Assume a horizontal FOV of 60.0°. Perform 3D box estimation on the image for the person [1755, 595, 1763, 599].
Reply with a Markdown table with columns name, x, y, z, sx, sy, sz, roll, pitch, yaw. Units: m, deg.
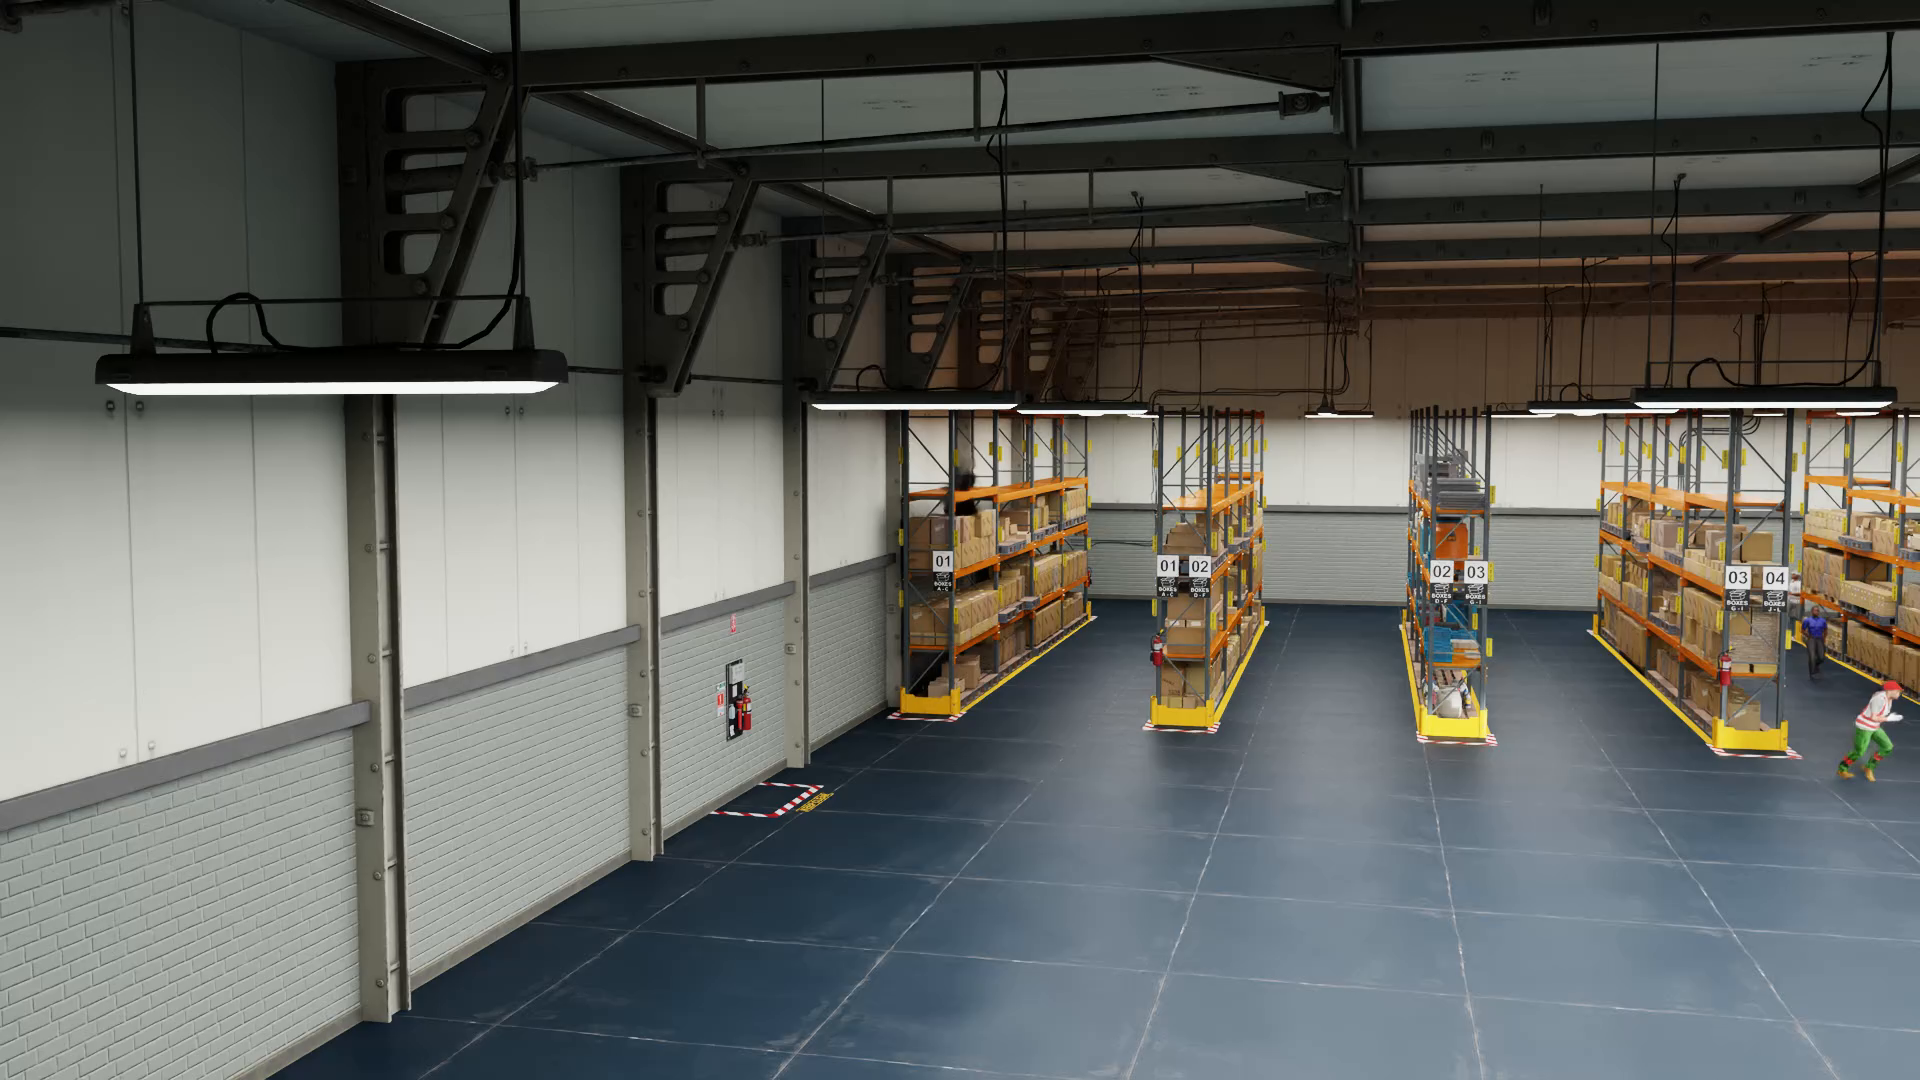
| name | x | y | z | sx | sy | sz | roll | pitch | yaw |
| --- | --- | --- | --- | --- | --- | --- | --- | --- | --- |
| person | 21.624 | 1.701 | 44.605 | 0.701 | 1.719 | 0.805 | 1 | 4 | 9 |

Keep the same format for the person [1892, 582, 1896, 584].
| name | x | y | z | sx | sy | sz | roll | pitch | yaw |
| --- | --- | --- | --- | --- | --- | --- | --- | --- | --- |
| person | 23.741 | 1.853 | 42.518 | 0.575 | 1.657 | 0.559 | 0 | 4 | -4 |

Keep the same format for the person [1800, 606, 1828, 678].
| name | x | y | z | sx | sy | sz | roll | pitch | yaw |
| --- | --- | --- | --- | --- | --- | --- | --- | --- | --- |
| person | 18.994 | 2.269 | 36.946 | 0.572 | 1.606 | 0.578 | 1 | 4 | 14 |

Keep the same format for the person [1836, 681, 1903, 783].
| name | x | y | z | sx | sy | sz | roll | pitch | yaw |
| --- | --- | --- | --- | --- | --- | --- | --- | --- | --- |
| person | 14.430 | 3.013 | 26.323 | 0.697 | 1.653 | 0.972 | -4 | 5 | -41 |

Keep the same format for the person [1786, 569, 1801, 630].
| name | x | y | z | sx | sy | sz | roll | pitch | yaw |
| --- | --- | --- | --- | --- | --- | --- | --- | --- | --- |
| person | 22.326 | 1.684 | 44.367 | 0.824 | 1.822 | 0.704 | 0 | 4 | 2 |
